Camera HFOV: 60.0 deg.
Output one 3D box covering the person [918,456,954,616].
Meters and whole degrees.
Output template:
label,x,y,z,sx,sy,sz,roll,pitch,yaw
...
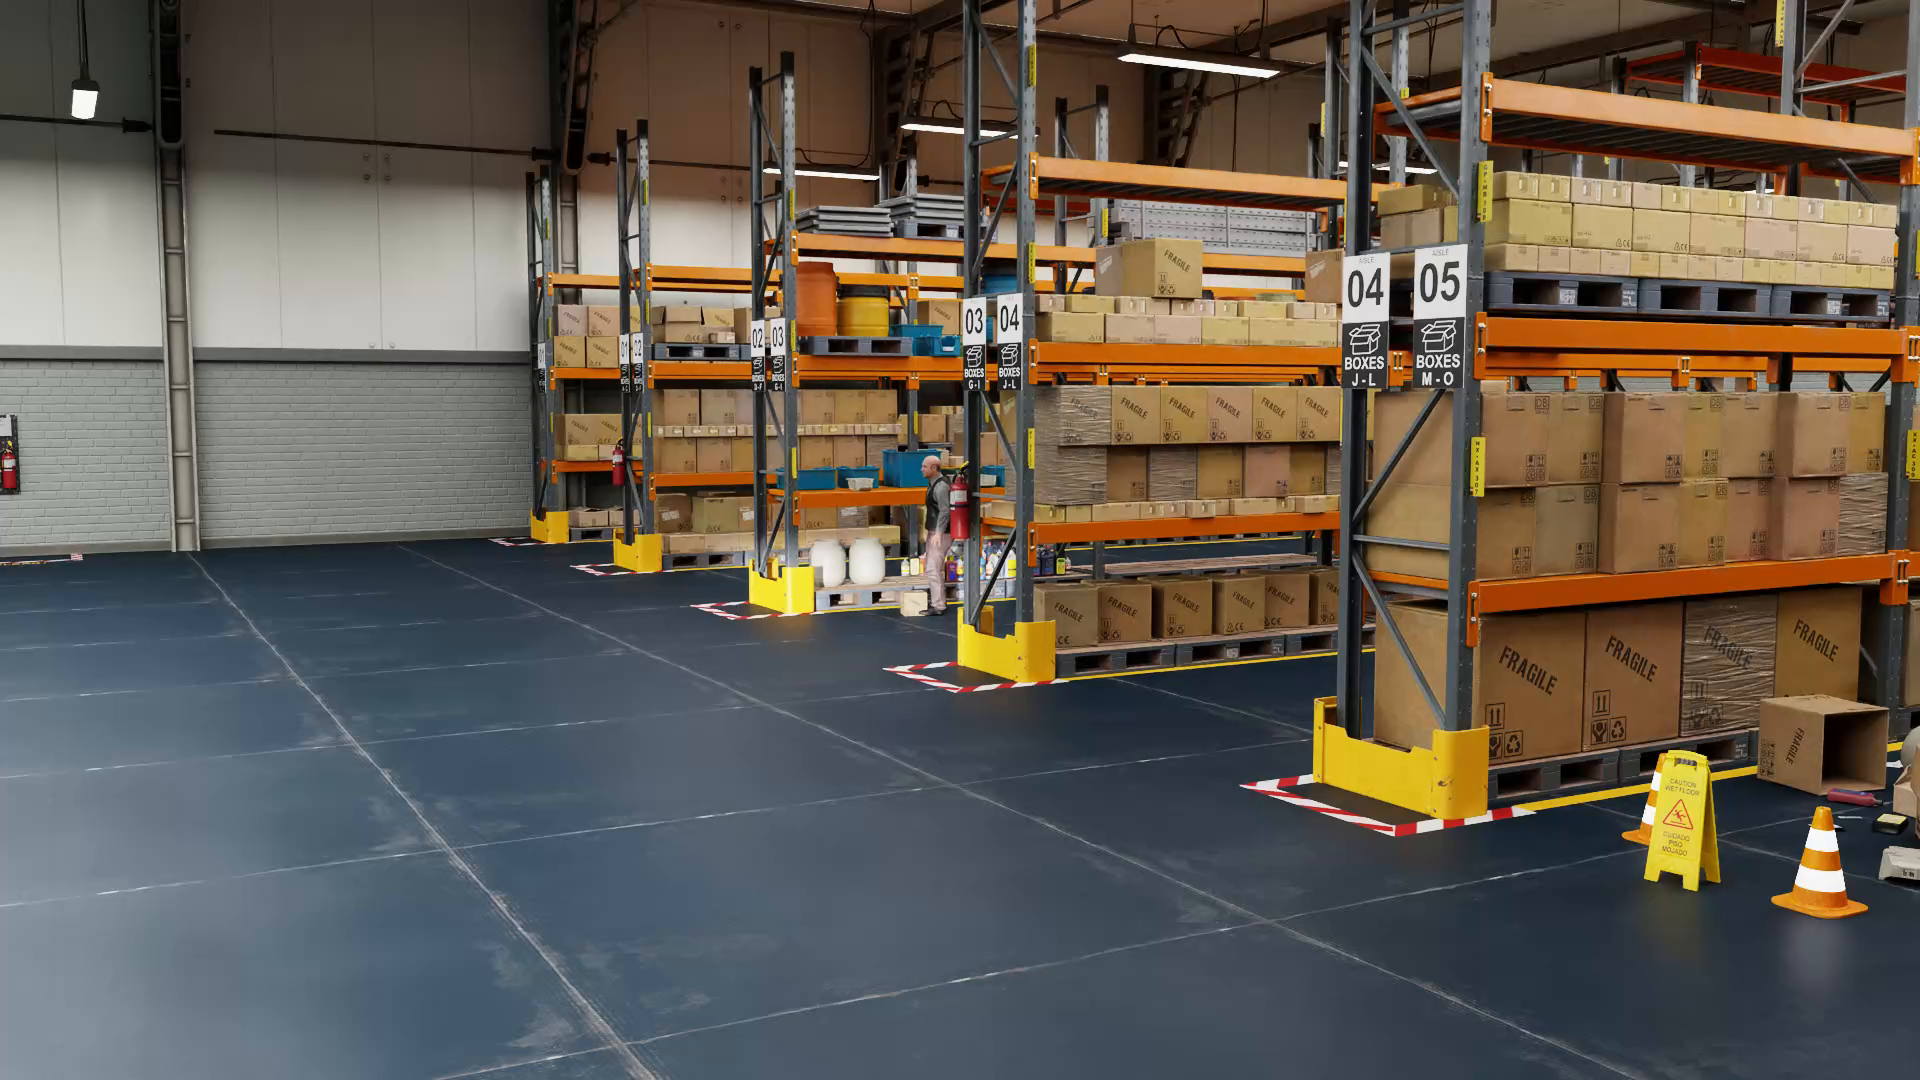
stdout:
label,x,y,z,sx,sy,sz,roll,pitch,yaw
person,-0.248,-0.054,17.999,0.460,1.722,0.580,-1,5,-10
